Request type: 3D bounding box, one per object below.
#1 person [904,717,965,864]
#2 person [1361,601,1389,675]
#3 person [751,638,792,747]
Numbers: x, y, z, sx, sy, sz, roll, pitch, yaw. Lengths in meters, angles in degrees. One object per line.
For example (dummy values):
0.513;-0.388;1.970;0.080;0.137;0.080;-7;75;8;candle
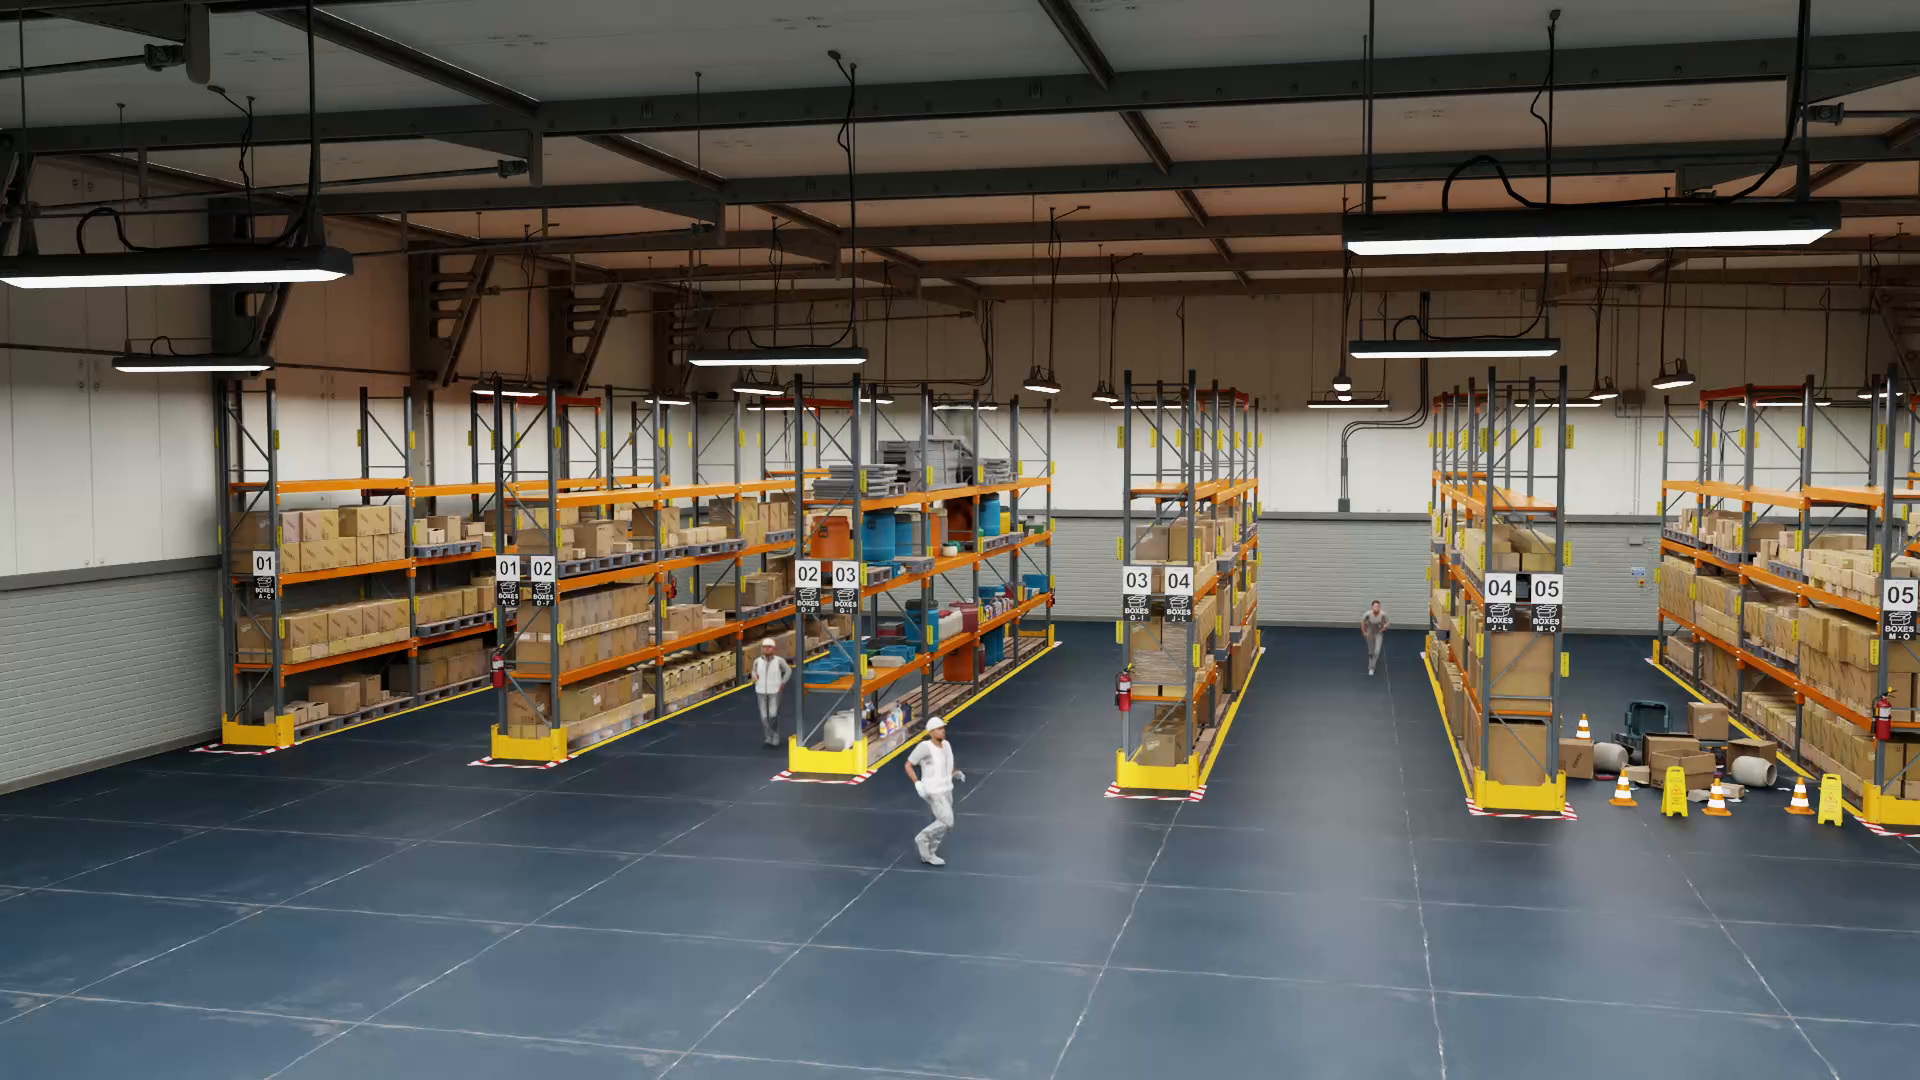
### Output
-0.231;2.954;19.529;0.597;1.739;0.675;2;4;34;person
8.910;2.082;35.742;0.557;1.603;0.742;0;3;6;person
-3.123;2.498;27.145;0.637;1.767;0.647;1;3;8;person
